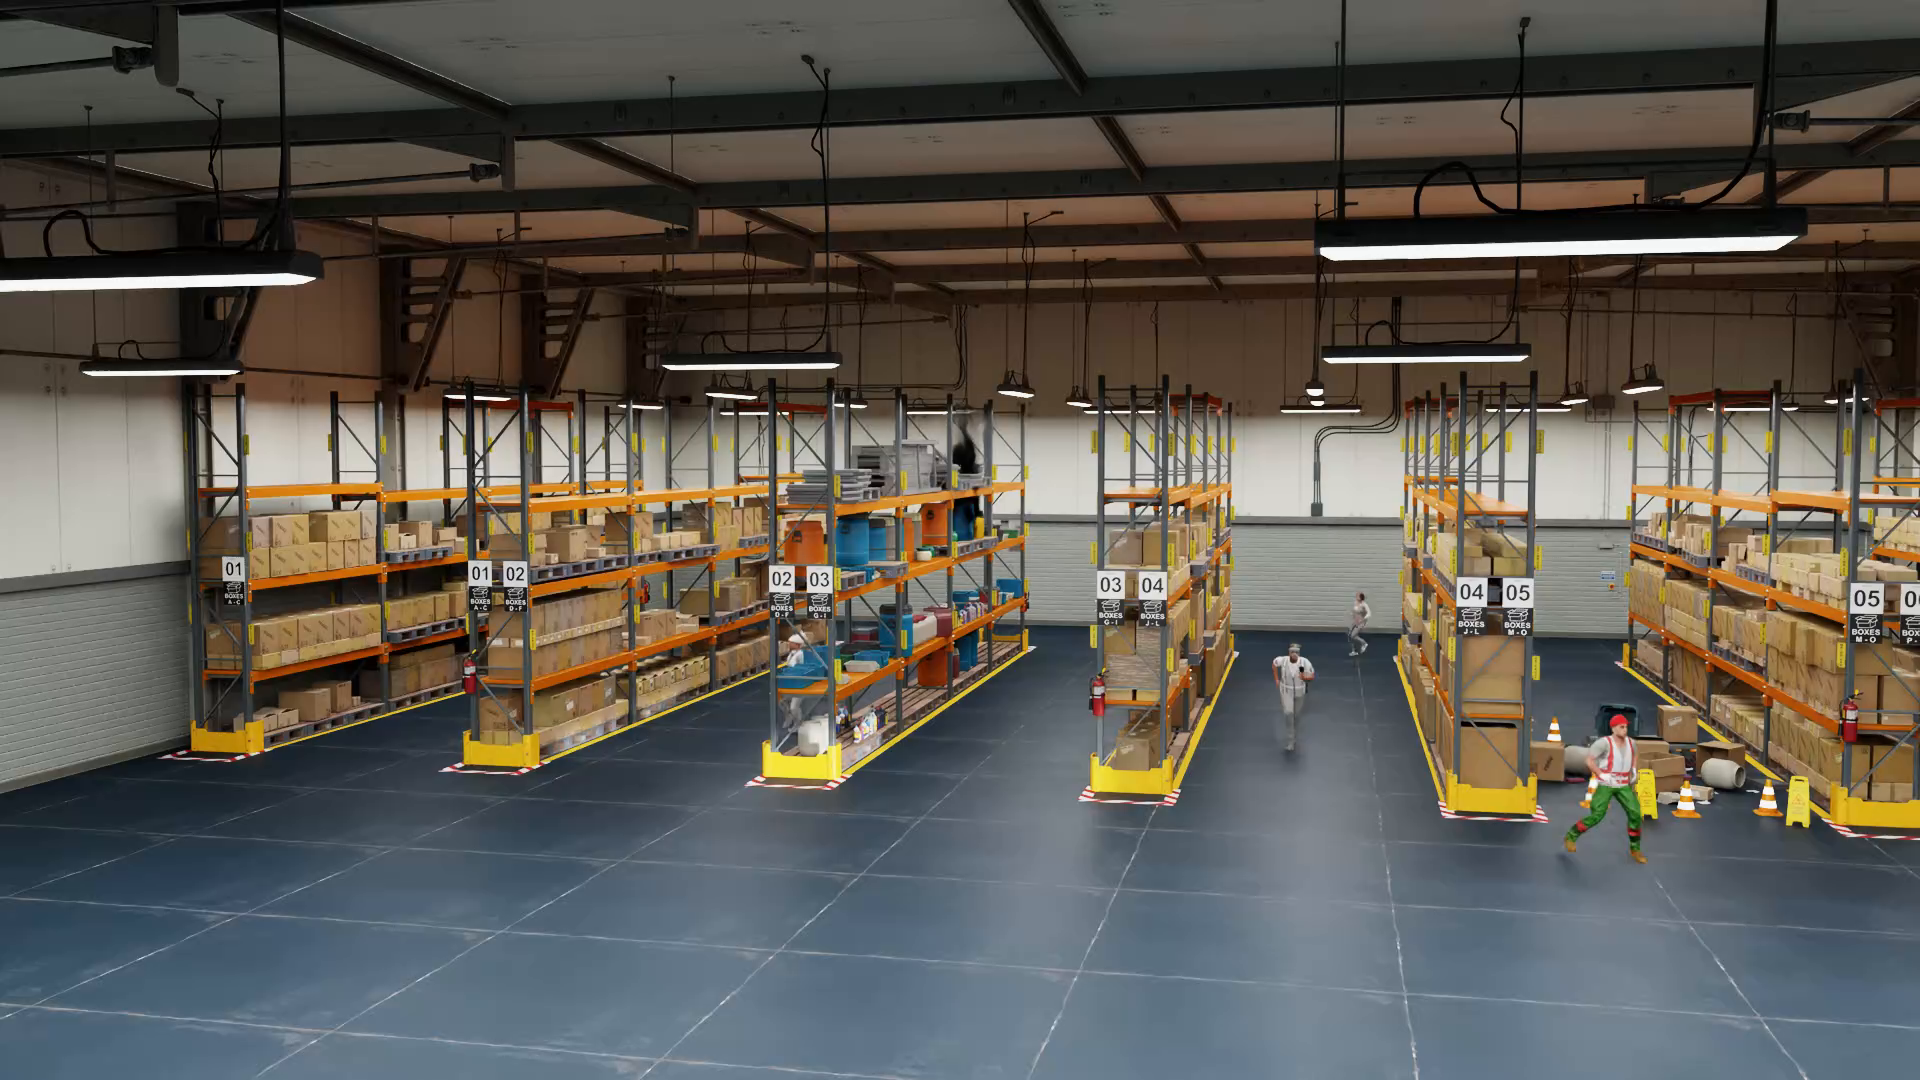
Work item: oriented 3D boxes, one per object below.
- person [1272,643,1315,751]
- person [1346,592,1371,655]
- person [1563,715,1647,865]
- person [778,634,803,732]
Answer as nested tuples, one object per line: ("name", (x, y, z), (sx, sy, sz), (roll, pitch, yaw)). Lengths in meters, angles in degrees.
("person", (5.523, 2.573, 27.603), (0.653, 1.798, 0.981), (0, 3, 2))
("person", (9.443, 2.002, 39.420), (0.515, 1.519, 0.542), (-1, 4, -23))
("person", (7.840, 2.986, 20.097), (0.865, 1.775, 0.766), (-1, 3, -17))
("person", (-2.876, 2.491, 28.858), (0.718, 1.734, 0.639), (3, 4, 42))
